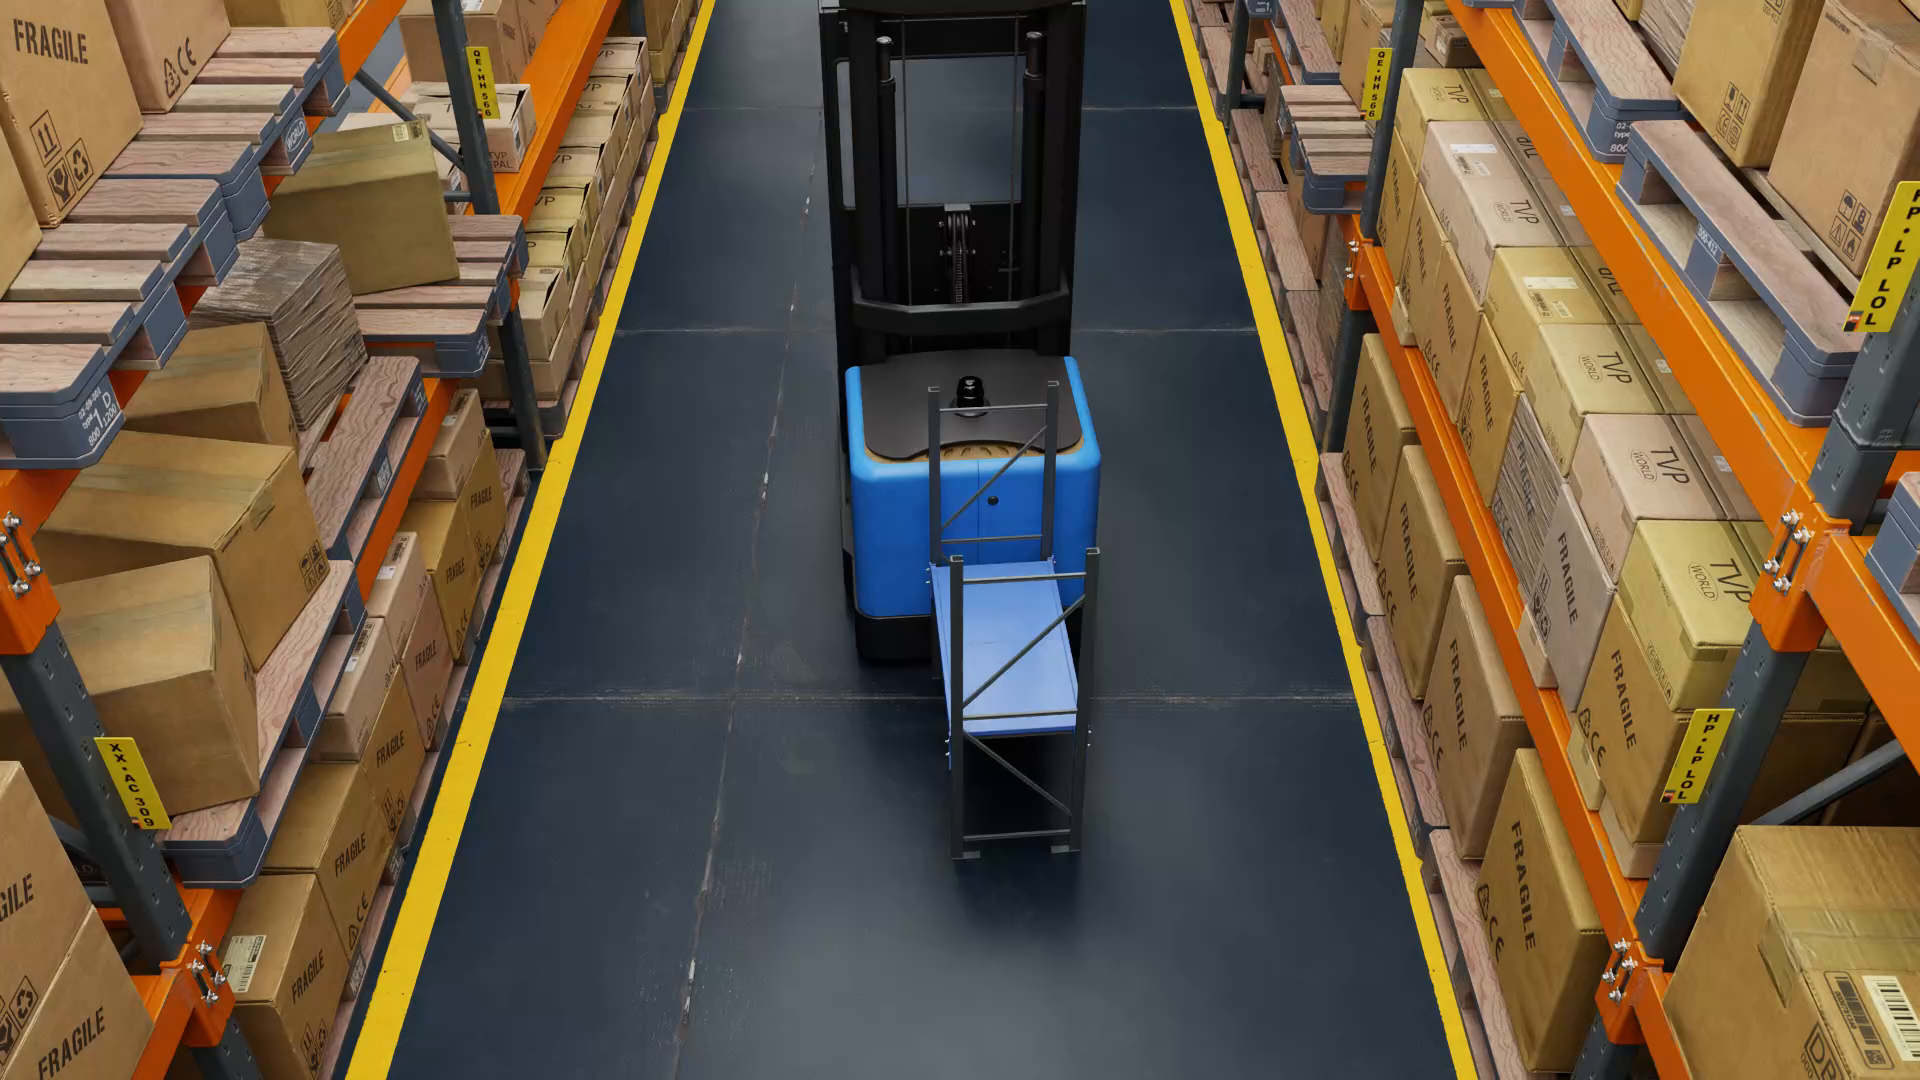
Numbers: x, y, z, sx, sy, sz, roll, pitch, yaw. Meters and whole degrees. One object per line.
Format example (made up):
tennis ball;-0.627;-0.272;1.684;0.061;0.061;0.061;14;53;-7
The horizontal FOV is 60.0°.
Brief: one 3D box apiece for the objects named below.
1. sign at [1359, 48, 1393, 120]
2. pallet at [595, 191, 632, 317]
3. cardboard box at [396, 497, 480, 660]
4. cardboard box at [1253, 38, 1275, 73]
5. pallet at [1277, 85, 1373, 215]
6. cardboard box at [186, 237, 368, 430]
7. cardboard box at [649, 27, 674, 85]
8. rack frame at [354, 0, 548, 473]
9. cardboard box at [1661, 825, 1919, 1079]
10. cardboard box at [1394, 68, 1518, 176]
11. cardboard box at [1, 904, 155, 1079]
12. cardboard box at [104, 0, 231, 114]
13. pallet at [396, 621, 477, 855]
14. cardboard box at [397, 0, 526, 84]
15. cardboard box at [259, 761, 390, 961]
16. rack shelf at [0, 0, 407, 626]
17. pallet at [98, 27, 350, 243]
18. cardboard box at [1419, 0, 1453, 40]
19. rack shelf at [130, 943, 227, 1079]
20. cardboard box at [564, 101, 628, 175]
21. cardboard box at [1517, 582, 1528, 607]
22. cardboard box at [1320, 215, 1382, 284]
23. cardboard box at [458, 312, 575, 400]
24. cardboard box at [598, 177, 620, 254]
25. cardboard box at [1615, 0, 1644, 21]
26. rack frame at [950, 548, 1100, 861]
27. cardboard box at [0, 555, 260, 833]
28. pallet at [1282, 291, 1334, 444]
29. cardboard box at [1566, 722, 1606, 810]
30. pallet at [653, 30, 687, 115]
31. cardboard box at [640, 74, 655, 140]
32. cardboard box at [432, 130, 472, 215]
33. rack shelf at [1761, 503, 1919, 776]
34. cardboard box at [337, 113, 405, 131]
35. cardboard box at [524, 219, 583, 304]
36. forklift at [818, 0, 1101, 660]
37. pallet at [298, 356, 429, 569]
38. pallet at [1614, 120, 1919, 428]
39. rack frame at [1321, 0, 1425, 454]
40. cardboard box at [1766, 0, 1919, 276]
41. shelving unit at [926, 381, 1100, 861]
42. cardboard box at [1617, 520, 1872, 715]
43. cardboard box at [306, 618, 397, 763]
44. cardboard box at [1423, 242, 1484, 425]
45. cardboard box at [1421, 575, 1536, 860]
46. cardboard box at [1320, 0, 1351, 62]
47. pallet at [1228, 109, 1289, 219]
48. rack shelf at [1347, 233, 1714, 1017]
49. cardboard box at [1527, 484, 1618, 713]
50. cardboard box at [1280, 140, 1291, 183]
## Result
sign;1.802;-1.970;7.192;0.100;0.325;0.005;0;39;0
pallet;-2.570;-1.737;9.994;1.003;0.211;1.213;0;39;0
cardboard box;-2.373;0.163;7.041;0.500;0.500;0.500;-1;39;-2
cardboard box;2.309;-3.457;11.825;0.380;0.166;0.250;-5;39;-6
pallet;2.237;-1.926;8.153;1.213;0.211;1.003;0;39;0
cardboard box;-2.686;-0.786;6.162;0.700;0.500;0.500;7;39;8
cardboard box;-2.311;-3.432;11.742;0.500;0.250;0.500;0;39;0
rack frame;-2.609;-1.549;7.530;1.000;3.000;0.127;0;39;0
cardboard box;2.333;1.168;3.899;0.980;0.700;0.700;1;39;1
cardboard box;2.087;-1.709;6.795;0.500;0.250;0.500;1;39;1
cardboard box;-2.347;1.226;3.988;0.500;0.500;0.500;1;39;1
cardboard box;-2.536;-1.609;4.711;0.600;0.600;0.600;-1;39;-2
pallet;-2.648;0.767;6.870;1.003;0.211;1.213;0;39;0
cardboard box;-2.627;-2.638;8.808;0.500;0.500;0.500;-2;39;-2
cardboard box;-2.373;1.120;5.847;0.500;0.500;0.500;0;39;1
rack shelf;-2.607;-1.188;5.256;1.077;0.370;4.000;0;39;0
pallet;-2.539;-1.201;4.848;1.213;0.211;1.003;0;39;0
cardboard box;2.299;-2.436;7.686;0.380;0.149;0.250;-6;39;-8
rack shelf;-2.602;2.484;3.073;1.077;0.370;4.000;0;39;0
cardboard box;-2.321;-2.470;10.093;0.500;0.311;0.500;0;39;0
cardboard box;2.094;0.187;5.548;0.380;0.149;0.250;0;39;0
cardboard box;2.407;-1.524;9.145;0.700;0.500;0.500;0;39;0
cardboard box;-2.316;-0.968;8.668;0.500;0.250;0.500;0;39;0
cardboard box;-2.324;-1.928;9.866;0.500;0.250;0.500;1;39;1
cardboard box;2.443;-1.956;5.207;0.700;0.500;0.500;2;39;2
rack frame;0.217;0.634;6.005;0.500;1.500;0.032;-3;39;-4
cardboard box;-2.381;0.453;4.616;0.700;0.500;0.500;-13;40;-15
pallet;2.345;-0.956;9.019;1.003;0.211;1.213;0;39;0
cardboard box;2.042;0.667;4.949;0.380;0.149;0.250;1;39;1
pallet;-2.573;-3.460;12.144;1.003;0.211;1.213;0;39;0
cardboard box;-2.323;-2.882;11.057;0.500;0.250;0.500;0;39;0
cardboard box;-2.566;-1.742;7.842;0.500;0.311;0.500;2;39;3
rack shelf;2.351;1.307;2.142;1.077;0.370;4.000;0;39;0
cardboard box;-2.886;-2.013;8.310;0.380;0.149;0.250;0;39;0
cardboard box;-2.325;-1.515;8.902;0.500;0.311;0.500;-1;39;-1
forklift;-0.053;-1.532;7.563;1.130;2.935;3.031;-3;39;-4
pallet;-2.602;-0.258;6.073;1.003;0.211;1.213;0;39;0
pallet;2.299;-0.723;4.253;0.805;0.209;1.217;-1;39;-2
rack frame;2.345;-1.555;7.537;1.000;3.000;0.127;0;39;0
cardboard box;2.458;-0.985;3.996;0.700;0.500;0.500;-2;39;-3
shelving unit;0.173;0.317;6.400;0.538;1.500;1.048;-3;39;-4
cardboard box;2.093;0.199;4.415;0.500;0.250;0.500;1;39;1
cardboard box;-2.363;0.535;5.976;0.500;0.250;0.500;0;39;0
cardboard box;2.080;-0.776;6.232;0.500;0.500;0.500;0;39;0
cardboard box;2.214;0.659;6.158;0.750;0.750;0.750;1;39;1
cardboard box;2.310;-2.839;8.708;0.700;0.500;0.500;0;39;0
pallet;2.342;-2.482;10.923;1.003;0.211;1.213;0;39;0
rack shelf;2.347;-0.024;6.202;1.077;0.370;4.000;0;39;0
cardboard box;2.086;0.176;5.044;0.500;0.500;0.500;0;39;0
cardboard box;2.408;-2.469;10.325;0.700;0.500;0.500;-1;39;-1
